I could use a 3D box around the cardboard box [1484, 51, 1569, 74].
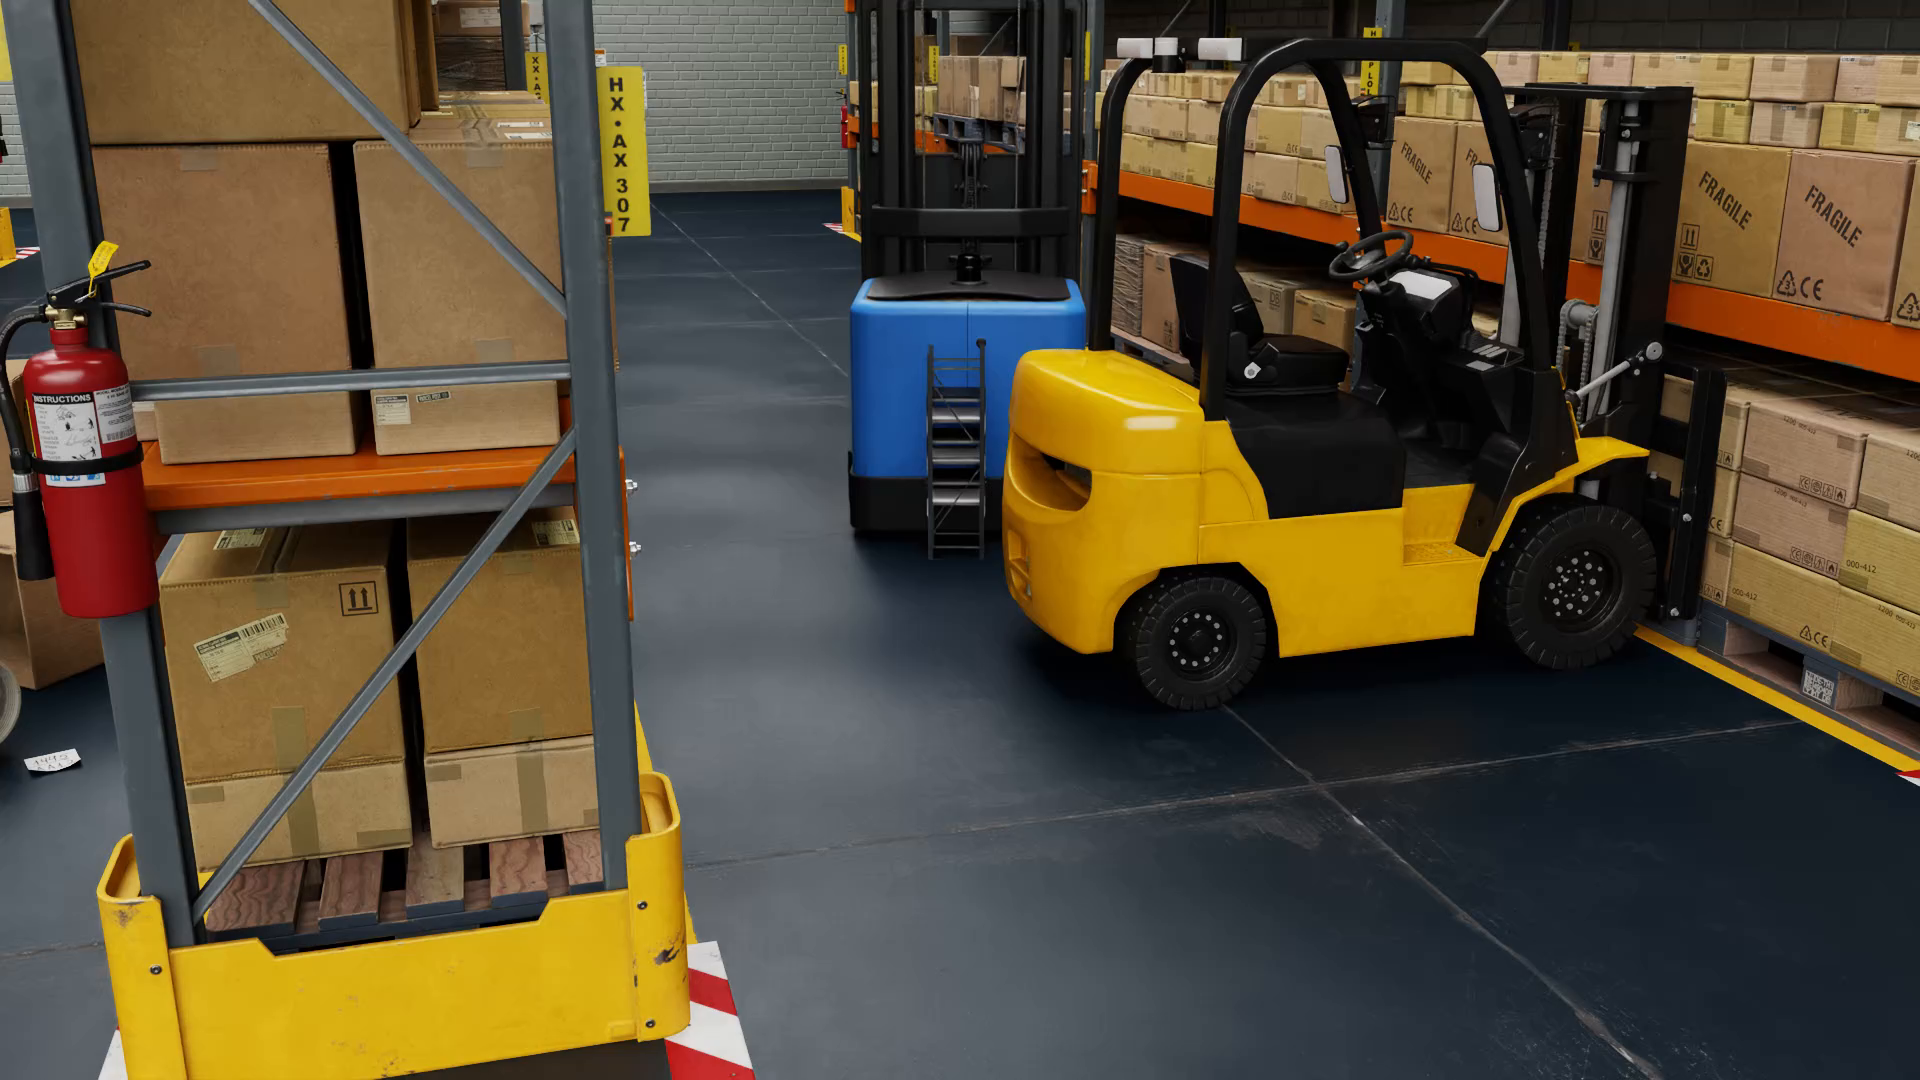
[{"bbox_3d":[2.523,-2.059,7.275,0.380,0.149,0.250,-5,17,-16],"label":"cardboard box"}]

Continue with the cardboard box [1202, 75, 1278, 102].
[{"bbox_3d":[1.649,-2.659,9.788,0.380,0.149,0.250,-5,17,-17],"label":"cardboard box"}]

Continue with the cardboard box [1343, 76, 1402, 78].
[{"bbox_3d":[2.368,-2.565,9.476,0.380,0.149,0.250,-5,17,-15],"label":"cardboard box"}]

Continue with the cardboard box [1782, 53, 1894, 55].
[{"bbox_3d":[3.298,-1.739,6.210,0.380,0.149,0.250,-5,17,-15],"label":"cardboard box"}]

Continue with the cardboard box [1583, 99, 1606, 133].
[{"bbox_3d":[2.642,-1.698,6.590,0.380,0.149,0.250,-5,18,-17],"label":"cardboard box"}]

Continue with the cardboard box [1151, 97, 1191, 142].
[{"bbox_3d":[1.534,-2.652,10.459,0.500,0.250,0.500,-5,17,-17],"label":"cardboard box"}]

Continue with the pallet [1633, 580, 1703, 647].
[{"bbox_3d":[3.001,0.092,6.779,1.003,0.211,1.213,-5,17,-15],"label":"pallet"}]

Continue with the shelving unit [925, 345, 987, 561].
[{"bbox_3d":[-0.015,-0.371,7.123,0.258,0.900,0.210,0,17,1],"label":"shelving unit"}]

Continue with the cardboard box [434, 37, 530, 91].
[{"bbox_3d":[-2.141,-1.955,7.326,0.500,0.500,0.500,-4,17,-14],"label":"cardboard box"}]

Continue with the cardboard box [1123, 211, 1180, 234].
[{"bbox_3d":[1.494,-2.470,12.950,0.380,0.149,0.250,-4,17,-14],"label":"cardboard box"}]

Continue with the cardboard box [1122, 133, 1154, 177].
[{"bbox_3d":[1.405,-2.558,11.014,0.500,0.250,0.500,-5,17,-16],"label":"cardboard box"}]

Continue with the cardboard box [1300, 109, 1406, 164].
[{"bbox_3d":[2.103,-2.088,8.581,0.500,0.250,0.500,-5,17,-16],"label":"cardboard box"}]

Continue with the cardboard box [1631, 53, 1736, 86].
[{"bbox_3d":[2.802,-1.777,6.334,0.380,0.149,0.250,-5,17,-15],"label":"cardboard box"}]

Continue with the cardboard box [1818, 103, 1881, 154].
[{"bbox_3d":[3.050,-1.345,5.415,0.380,0.149,0.250,-5,17,-16],"label":"cardboard box"}]

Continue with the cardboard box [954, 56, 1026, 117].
[{"bbox_3d":[0.345,-3.972,14.557,0.700,0.500,0.500,-5,17,-15],"label":"cardboard box"}]

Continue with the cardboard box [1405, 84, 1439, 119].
[{"bbox_3d":[2.318,-2.054,7.776,0.380,0.149,0.250,-5,17,-16],"label":"cardboard box"}]

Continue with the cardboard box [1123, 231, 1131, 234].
[{"bbox_3d":[1.422,-2.191,13.148,0.500,0.500,0.500,-5,17,-15],"label":"cardboard box"}]

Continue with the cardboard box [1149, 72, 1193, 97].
[{"bbox_3d":[1.443,-2.944,10.739,0.380,0.149,0.250,-4,17,-15],"label":"cardboard box"}]

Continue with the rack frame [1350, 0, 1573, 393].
[{"bbox_3d":[2.484,-1.805,8.247,1.000,3.000,0.127,-5,17,-15],"label":"rack frame"}]

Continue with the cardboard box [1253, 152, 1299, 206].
[{"bbox_3d":[1.950,-1.990,9.125,0.500,0.250,0.500,-5,17,-16],"label":"cardboard box"}]

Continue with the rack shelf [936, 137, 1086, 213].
[{"bbox_3d":[0.835,-3.120,13.875,1.077,0.370,4.000,-5,17,-15],"label":"rack shelf"}]

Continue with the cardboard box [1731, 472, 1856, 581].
[{"bbox_3d":[3.021,-0.072,5.657,0.500,0.250,0.500,-5,17,-16],"label":"cardboard box"}]

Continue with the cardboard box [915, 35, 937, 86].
[{"bbox_3d":[-0.536,-4.992,17.298,0.500,0.500,0.500,-4,17,-14],"label":"cardboard box"}]

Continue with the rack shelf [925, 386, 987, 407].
[{"bbox_3d":[-0.015,-0.598,7.055,0.258,0.077,0.200,0,17,1],"label":"rack shelf"}]

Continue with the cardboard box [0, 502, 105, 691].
[{"bbox_3d":[-3.302,0.188,5.951,0.500,0.500,0.500,7,18,23],"label":"cardboard box"}]

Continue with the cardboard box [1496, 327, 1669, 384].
[{"bbox_3d":[2.594,-0.730,6.981,0.500,0.250,0.500,-4,17,-13],"label":"cardboard box"}]

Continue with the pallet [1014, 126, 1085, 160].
[{"bbox_3d":[1.131,-3.001,12.563,1.213,0.211,1.003,-5,17,-15],"label":"pallet"}]

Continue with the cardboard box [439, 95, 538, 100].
[{"bbox_3d":[-1.779,-1.357,6.064,0.500,0.500,0.500,-4,17,-13],"label":"cardboard box"}]

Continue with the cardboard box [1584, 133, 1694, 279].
[{"bbox_3d":[2.772,-1.286,6.345,0.500,0.500,0.500,-5,17,-15],"label":"cardboard box"}]

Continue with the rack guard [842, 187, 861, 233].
[{"bbox_3d":[-0.793,-3.906,19.587,1.175,0.500,0.348,-5,17,-15],"label":"rack guard"}]

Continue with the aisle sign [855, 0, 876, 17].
[{"bbox_3d":[-1.115,-6.365,18.908,0.394,0.787,0.004,-5,17,-15],"label":"aisle sign"}]

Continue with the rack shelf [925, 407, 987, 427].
[{"bbox_3d":[-0.015,-0.511,7.081,0.258,0.077,0.200,0,17,1],"label":"rack shelf"}]

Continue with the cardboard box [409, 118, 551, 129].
[{"bbox_3d":[-1.197,-0.791,4.182,0.500,0.500,0.500,-4,17,-14],"label":"cardboard box"}]

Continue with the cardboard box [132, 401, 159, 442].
[{"bbox_3d":[-1.673,-0.333,3.782,0.380,0.149,0.250,-5,17,-16],"label":"cardboard box"}]

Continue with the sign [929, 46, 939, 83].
[{"bbox_3d":[-0.234,-4.387,15.339,0.100,0.325,0.005,-5,17,-15],"label":"sign"}]

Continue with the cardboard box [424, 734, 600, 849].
[{"bbox_3d":[-1.144,0.566,4.404,0.500,0.250,0.500,-5,17,-16],"label":"cardboard box"}]

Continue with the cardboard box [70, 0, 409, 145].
[{"bbox_3d":[-1.539,-1.098,3.465,0.700,0.500,0.500,-5,17,-17],"label":"cardboard box"}]

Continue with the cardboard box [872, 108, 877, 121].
[{"bbox_3d":[-0.757,-4.680,18.254,0.380,0.149,0.250,-4,17,-14],"label":"cardboard box"}]

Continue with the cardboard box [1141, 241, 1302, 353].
[{"bbox_3d":[1.730,-1.621,11.034,0.875,0.625,0.625,-4,17,-13],"label":"cardboard box"}]

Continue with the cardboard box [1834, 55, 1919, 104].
[{"bbox_3d":[3.089,-1.493,5.389,0.380,0.149,0.250,-5,17,-15],"label":"cardboard box"}]

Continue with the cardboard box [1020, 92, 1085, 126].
[{"bbox_3d":[0.783,-3.307,12.778,0.500,0.250,0.500,-6,18,-18],"label":"cardboard box"}]

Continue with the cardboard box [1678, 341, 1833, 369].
[{"bbox_3d":[3.231,-0.629,6.643,0.500,0.250,0.500,-5,17,-16],"label":"cardboard box"}]

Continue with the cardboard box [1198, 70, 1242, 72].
[{"bbox_3d":[1.848,-3.132,11.365,0.380,0.149,0.250,-4,17,-14],"label":"cardboard box"}]

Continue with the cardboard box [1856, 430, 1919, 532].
[{"bbox_3d":[3.157,-0.164,5.097,0.500,0.250,0.500,-4,17,-13],"label":"cardboard box"}]

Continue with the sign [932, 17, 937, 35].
[{"bbox_3d":[-0.275,-5.868,19.212,0.100,0.325,0.005,-5,17,-15],"label":"sign"}]

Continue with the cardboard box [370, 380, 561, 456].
[{"bbox_3d":[-1.083,-0.295,3.657,0.380,0.149,0.250,-5,17,-15],"label":"cardboard box"}]

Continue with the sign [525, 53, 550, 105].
[{"bbox_3d":[-1.768,-1.871,6.962,0.100,0.325,0.005,-5,17,-15],"label":"sign"}]

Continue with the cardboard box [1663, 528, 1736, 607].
[{"bbox_3d":[2.894,0.035,6.171,0.500,0.250,0.500,-5,17,-15],"label":"cardboard box"}]

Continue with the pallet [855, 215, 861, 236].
[{"bbox_3d":[-0.573,-3.547,18.894,1.003,0.211,1.213,-5,17,-15],"label":"pallet"}]

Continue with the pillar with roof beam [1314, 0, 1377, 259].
[{"bbox_3d":[-1.530,-5.155,8.971,9.100,9.000,0.400,-5,17,-15],"label":"pillar with roof beam"}]

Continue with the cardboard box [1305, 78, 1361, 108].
[{"bbox_3d":[2.071,-2.382,8.867,0.380,0.149,0.250,-5,17,-15],"label":"cardboard box"}]

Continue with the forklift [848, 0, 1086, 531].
[{"bbox_3d":[0.059,-1.811,8.387,1.130,2.935,3.031,0,17,1],"label":"forklift"}]
